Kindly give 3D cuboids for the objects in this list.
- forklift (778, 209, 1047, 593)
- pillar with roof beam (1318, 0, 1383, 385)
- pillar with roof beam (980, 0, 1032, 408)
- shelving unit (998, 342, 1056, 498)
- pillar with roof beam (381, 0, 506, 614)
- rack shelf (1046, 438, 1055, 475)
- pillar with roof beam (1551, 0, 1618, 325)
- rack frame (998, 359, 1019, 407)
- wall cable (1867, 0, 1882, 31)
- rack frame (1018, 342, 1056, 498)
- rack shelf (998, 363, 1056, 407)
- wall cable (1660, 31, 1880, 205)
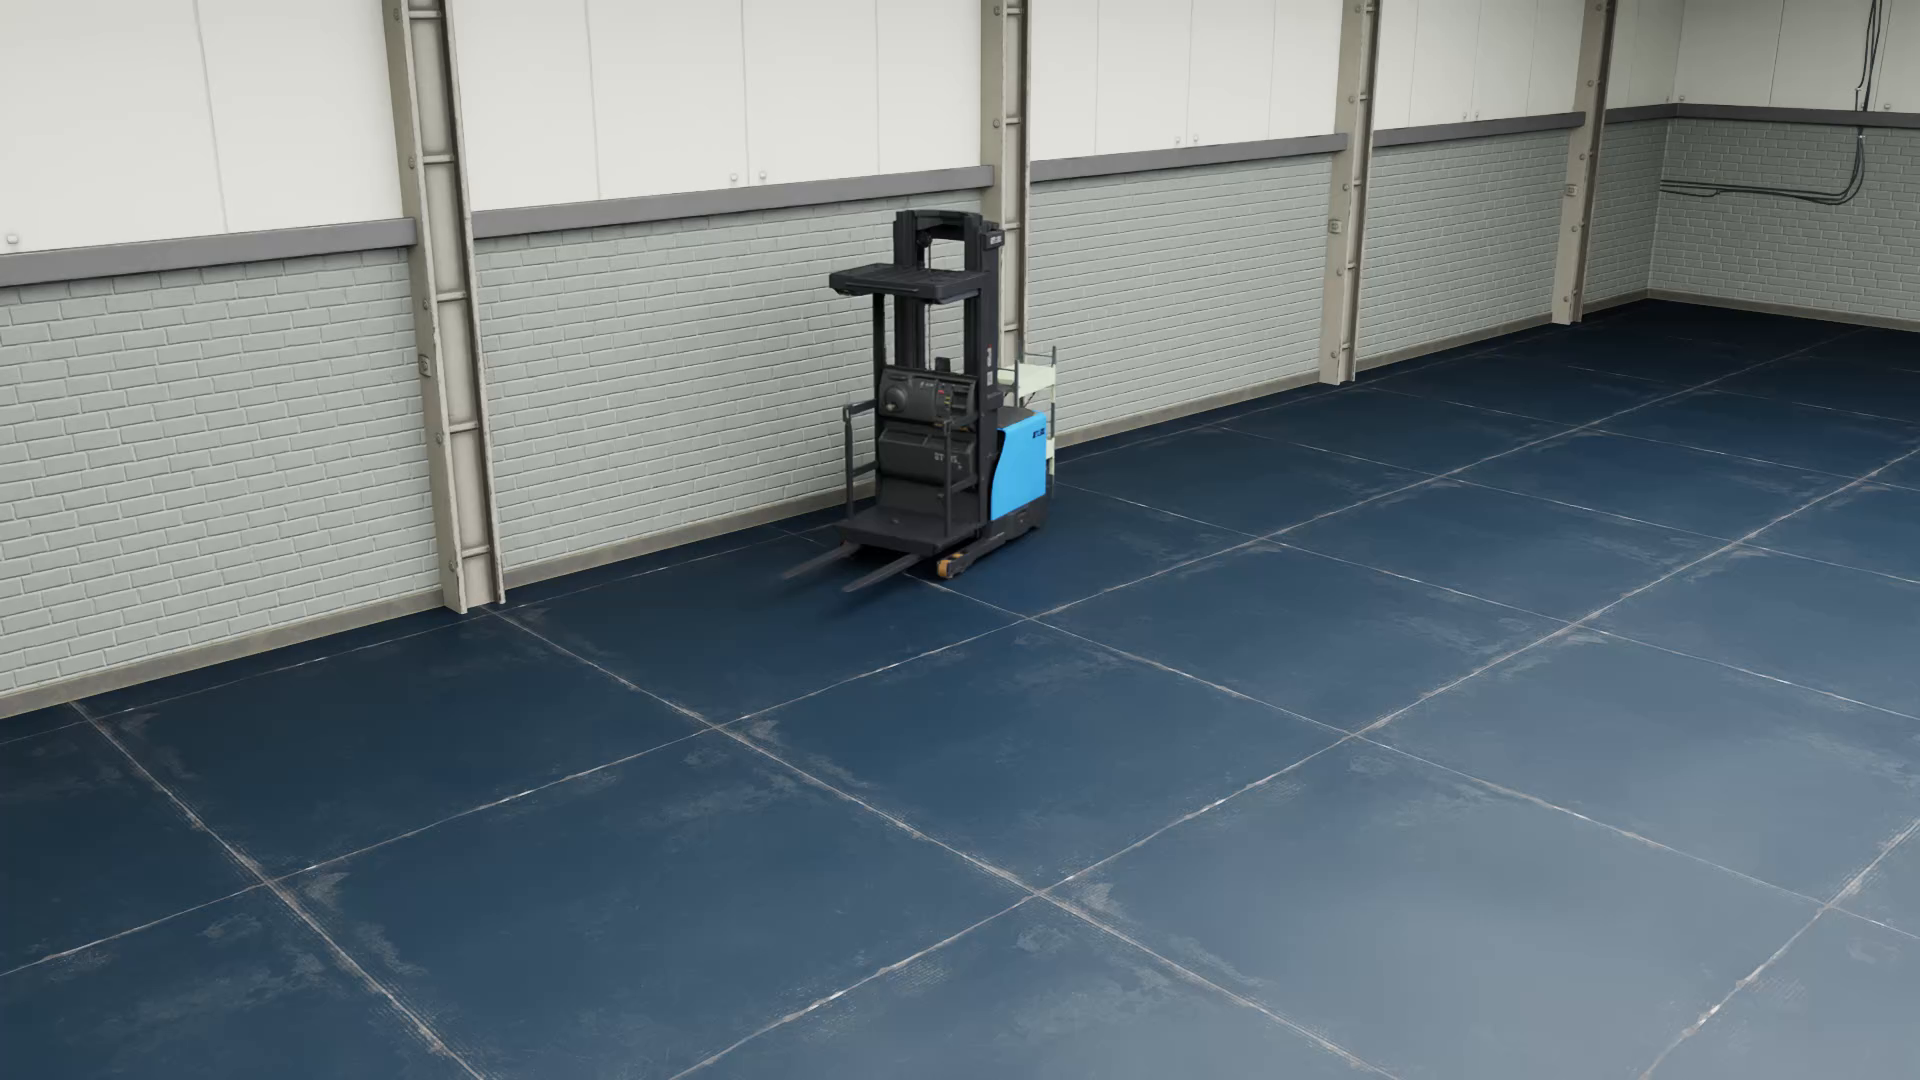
[{"bbox_3d":[-0.390,-1.228,14.020,1.130,2.935,3.031,11,21,29],"label":"forklift"},{"bbox_3d":[7.762,-5.348,16.888,0.400,9.000,9.100,-16,24,-41],"label":"pillar with roof beam"},{"bbox_3d":[3.402,-4.076,12.967,0.400,9.000,9.100,-16,24,-41],"label":"pillar with roof beam"},{"bbox_3d":[0.550,-1.061,15.825,0.431,1.500,0.755,11,21,29],"label":"shelving unit"},{"bbox_3d":[-0.957,-2.805,9.046,0.400,9.000,9.100,-16,24,-41],"label":"pillar with roof beam"},{"bbox_3d":[0.550,-0.751,15.926,0.431,0.370,0.720,11,21,29],"label":"rack shelf"},{"bbox_3d":[12.122,-6.619,20.809,0.400,9.000,9.100,-16,24,-41],"label":"pillar with roof beam"},{"bbox_3d":[0.361,-0.964,15.527,0.400,1.500,0.023,11,21,29],"label":"rack frame"},{"bbox_3d":[14.072,-8.231,22.627,0.112,2.526,3.097,-16,24,-41],"label":"wall cable"},{"bbox_3d":[0.739,-1.158,16.123,0.400,1.500,0.023,11,21,29],"label":"rack frame"},{"bbox_3d":[0.550,-1.432,15.705,0.431,0.370,0.720,11,21,29],"label":"rack shelf"},{"bbox_3d":[12.213,-6.435,25.275,0.112,2.526,3.097,-16,24,-41],"label":"wall cable"}]
